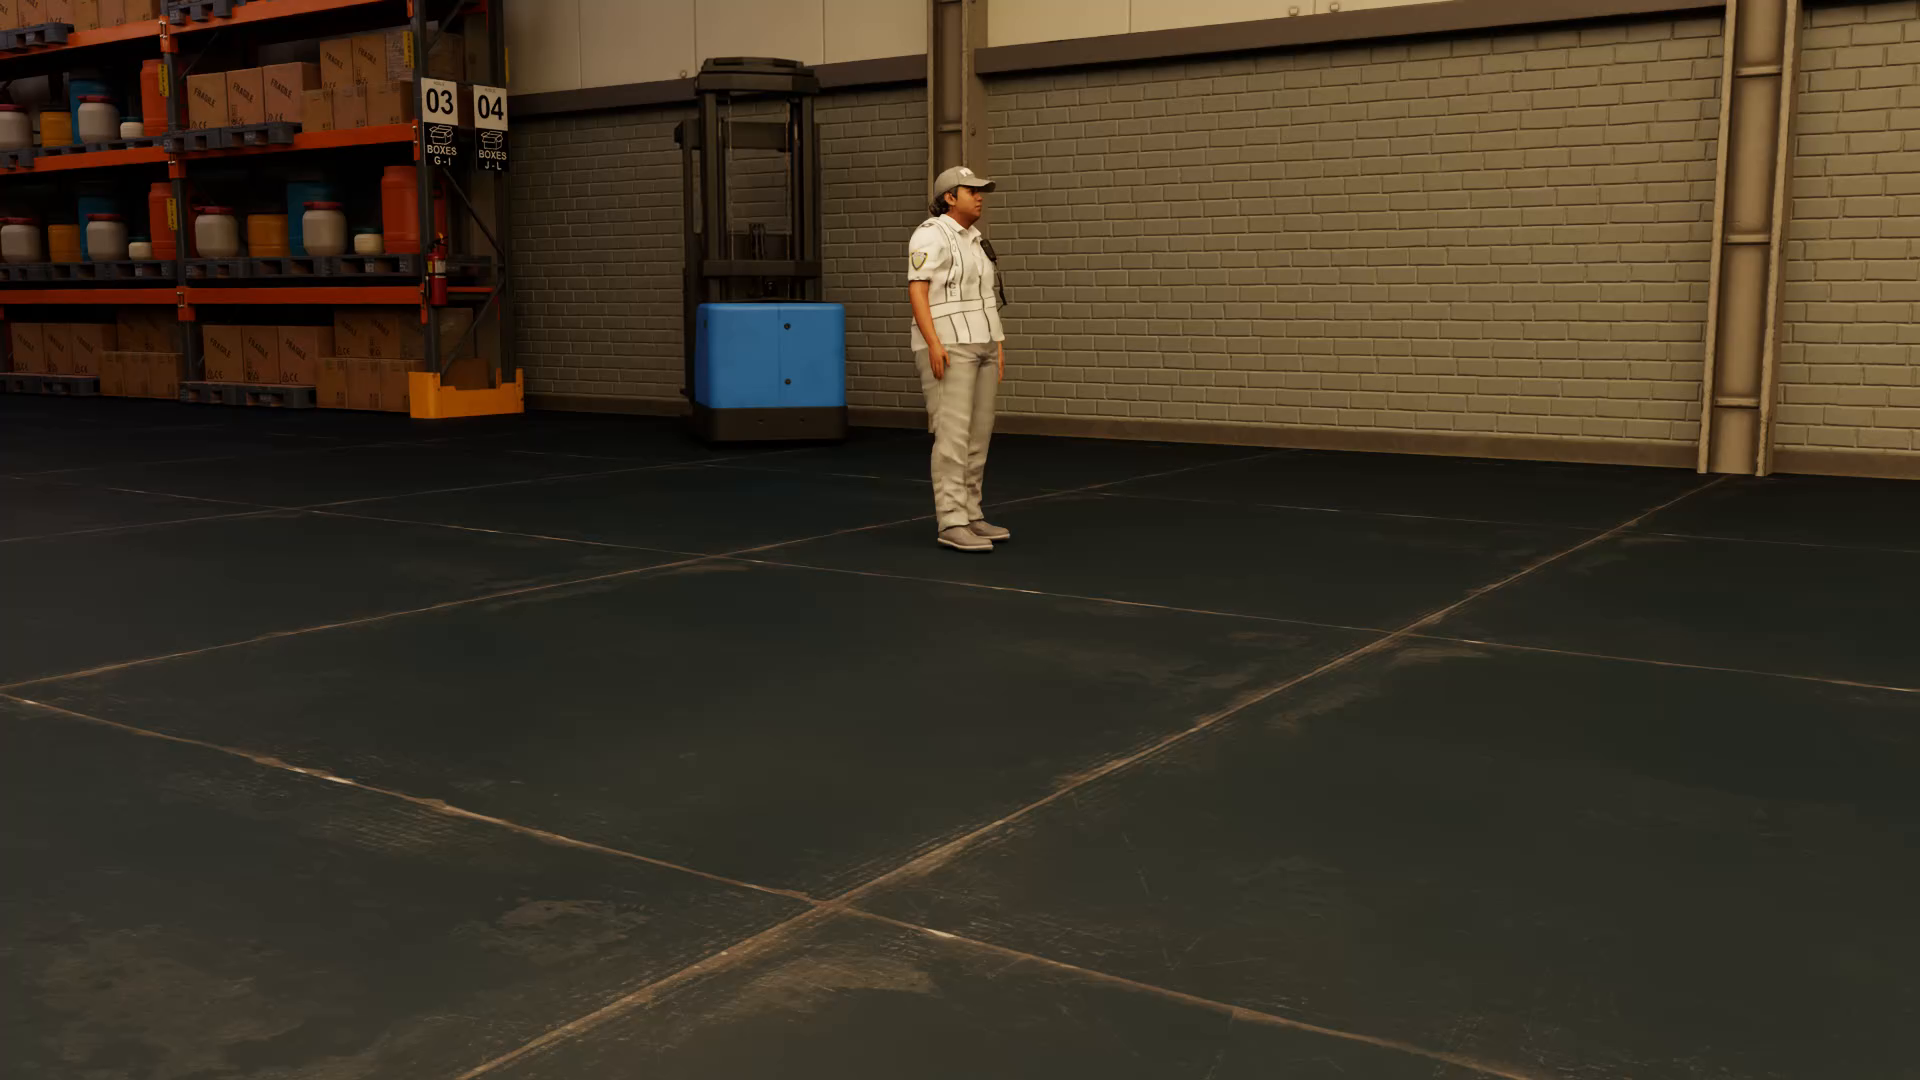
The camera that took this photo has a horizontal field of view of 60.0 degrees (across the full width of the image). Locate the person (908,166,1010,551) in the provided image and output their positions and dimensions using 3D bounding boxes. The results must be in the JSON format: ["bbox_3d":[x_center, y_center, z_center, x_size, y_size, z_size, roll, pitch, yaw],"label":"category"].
[{"bbox_3d":[0.051,-0.823,7.424,0.529,1.670,0.598,5,10,34],"label":"person"}]

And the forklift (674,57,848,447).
[{"bbox_3d":[-1.715,-2.324,13.537,1.130,2.935,3.031,-2,8,-15],"label":"forklift"}]
